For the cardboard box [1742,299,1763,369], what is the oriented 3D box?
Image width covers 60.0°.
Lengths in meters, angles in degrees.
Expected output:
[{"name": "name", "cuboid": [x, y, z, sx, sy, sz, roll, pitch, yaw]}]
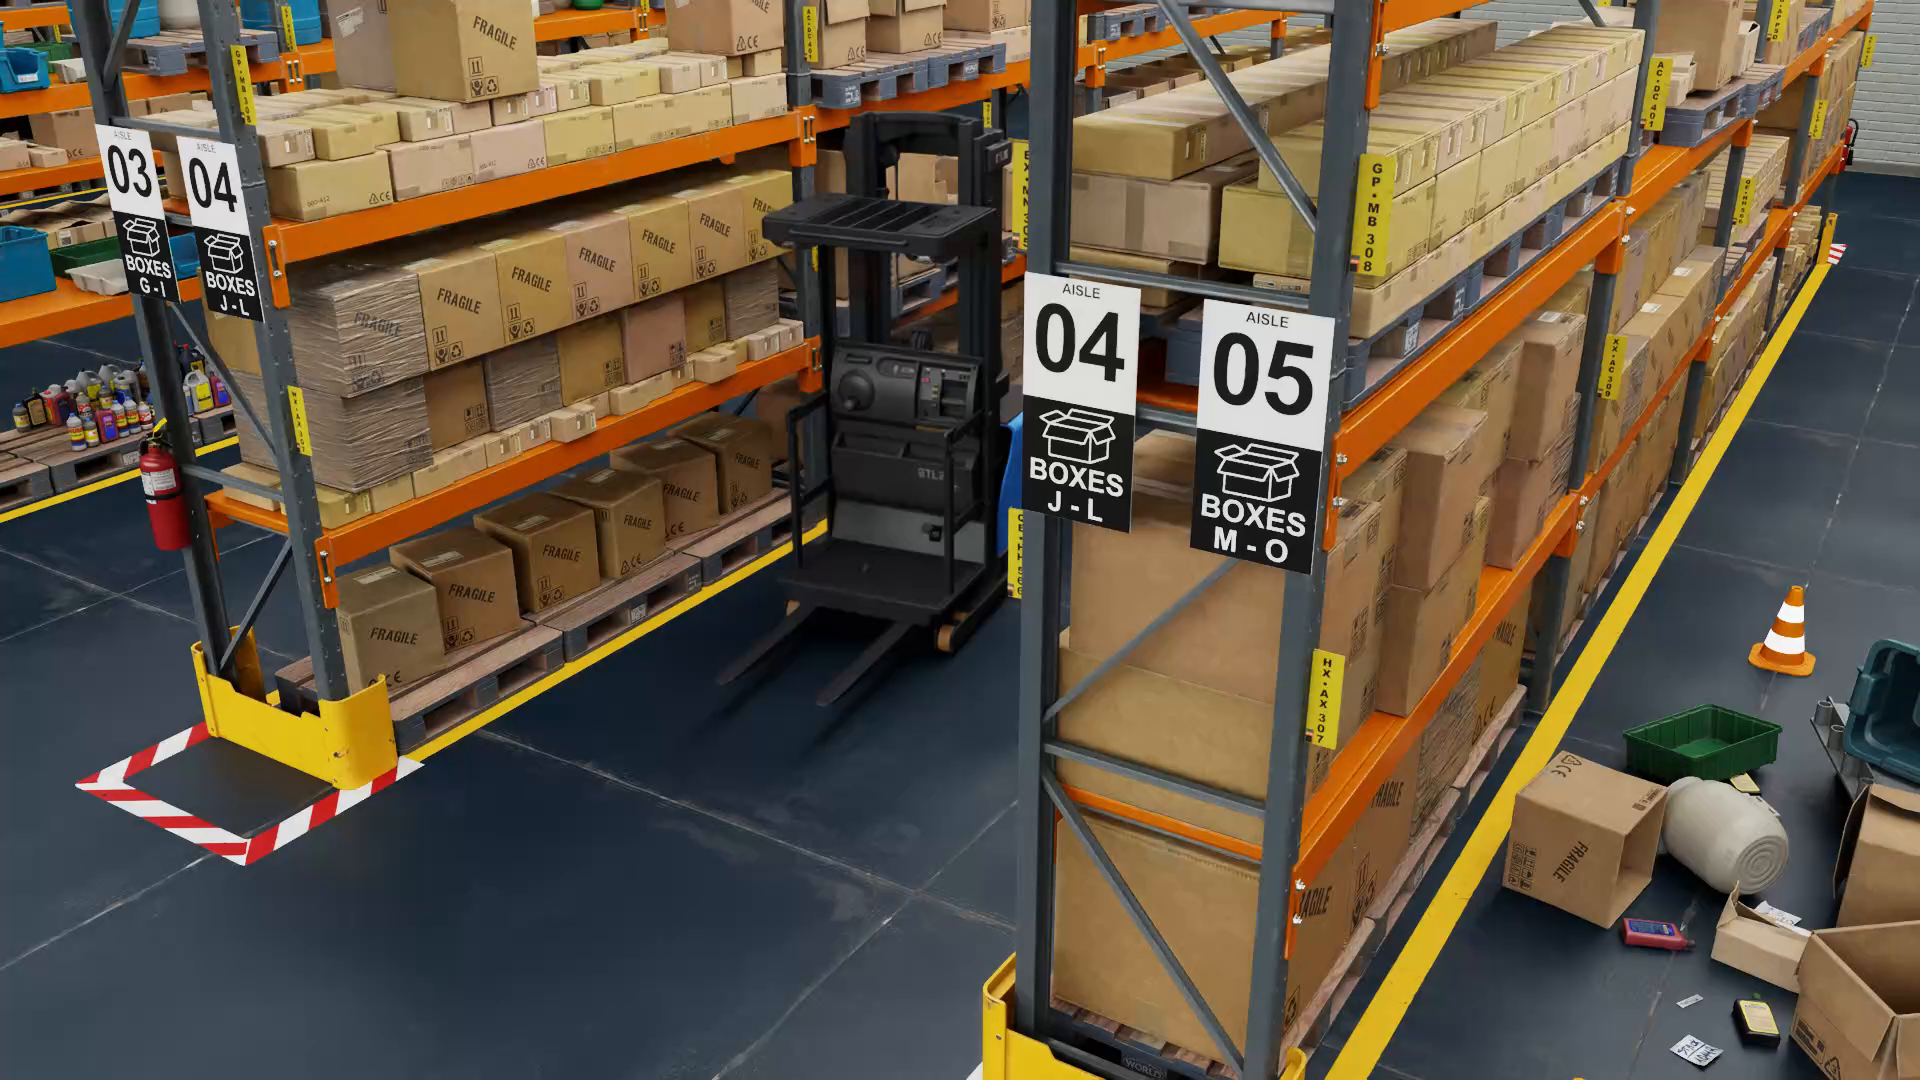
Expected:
[{"name": "cardboard box", "cuboid": [6.543, -1.811, 14.275, 0.500, 0.500, 0.500, 13, 27, 28]}]

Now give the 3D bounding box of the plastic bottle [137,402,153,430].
[{"name": "plastic bottle", "cuboid": [-6.201, -0.950, 12.636, 0.097, 0.201, 0.097, 0, 23, 0]}]

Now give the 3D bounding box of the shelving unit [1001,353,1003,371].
[{"name": "shelving unit", "cuboid": [0.139, -0.686, 11.325, 0.258, 1.200, 0.189, 10, 25, 21]}]

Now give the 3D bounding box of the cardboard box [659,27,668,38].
[{"name": "cardboard box", "cuboid": [-4.284, -7.066, 23.672, 0.500, 0.500, 0.500, 13, 27, 28]}]

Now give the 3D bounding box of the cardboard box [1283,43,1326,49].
[{"name": "cardboard box", "cuboid": [3.836, -5.176, 18.300, 0.500, 0.500, 0.500, 13, 27, 27]}]

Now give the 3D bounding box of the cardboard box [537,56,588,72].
[{"name": "cardboard box", "cuboid": [-2.375, -2.705, 9.635, 0.380, 0.149, 0.250, 13, 27, 28]}]

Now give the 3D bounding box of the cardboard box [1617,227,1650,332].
[{"name": "cardboard box", "cuboid": [3.564, -1.559, 9.691, 0.700, 0.500, 0.500, 14, 27, 29]}]

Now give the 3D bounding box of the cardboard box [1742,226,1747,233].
[{"name": "cardboard box", "cuboid": [5.985, -2.525, 13.095, 0.380, 0.149, 0.250, 14, 27, 30]}]

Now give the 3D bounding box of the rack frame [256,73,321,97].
[{"name": "rack frame", "cuboid": [-7.694, -5.042, 19.121, 1.000, 3.000, 0.127, 14, 27, 29]}]

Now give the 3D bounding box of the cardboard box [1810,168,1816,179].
[{"name": "cardboard box", "cuboid": [8.071, -3.607, 16.124, 0.380, 0.149, 0.250, 15, 28, 31]}]

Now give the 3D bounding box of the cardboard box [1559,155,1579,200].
[{"name": "cardboard box", "cuboid": [2.314, -1.508, 6.844, 0.380, 0.149, 0.250, 14, 27, 30]}]

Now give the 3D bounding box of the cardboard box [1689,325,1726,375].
[{"name": "cardboard box", "cuboid": [5.450, -1.463, 12.527, 0.500, 0.250, 0.500, 13, 26, 27]}]

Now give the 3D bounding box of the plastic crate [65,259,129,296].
[{"name": "plastic crate", "cuboid": [-6.239, -1.930, 12.265, 0.530, 0.136, 0.437, 14, 27, 29]}]

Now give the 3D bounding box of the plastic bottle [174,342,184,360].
[{"name": "plastic bottle", "cuboid": [-6.376, -1.453, 13.612, 0.144, 0.351, 0.185, 15, 27, 30]}]

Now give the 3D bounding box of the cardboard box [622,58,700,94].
[{"name": "cardboard box", "cuboid": [-1.717, -2.663, 9.536, 0.380, 0.149, 0.250, 13, 27, 27]}]

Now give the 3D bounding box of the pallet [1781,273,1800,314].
[{"name": "pallet", "cuboid": [7.957, -2.609, 17.011, 1.003, 0.211, 1.213, 14, 27, 29]}]

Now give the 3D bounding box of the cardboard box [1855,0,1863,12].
[{"name": "cardboard box", "cuboid": [8.285, -5.168, 15.825, 0.500, 0.250, 0.500, 15, 28, 31]}]

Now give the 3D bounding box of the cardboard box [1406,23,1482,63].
[{"name": "cardboard box", "cuboid": [2.156, -2.269, 7.597, 0.380, 0.149, 0.250, 14, 27, 29]}]

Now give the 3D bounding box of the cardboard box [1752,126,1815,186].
[{"name": "cardboard box", "cuboid": [7.465, -3.538, 15.146, 0.500, 0.500, 0.500, 13, 27, 28]}]

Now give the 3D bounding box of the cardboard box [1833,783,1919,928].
[{"name": "cardboard box", "cuboid": [4.181, 1.455, 7.085, 0.797, 0.637, 0.503, 14, 27, 29]}]

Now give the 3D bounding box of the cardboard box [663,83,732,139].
[{"name": "cardboard box", "cuboid": [-1.693, -2.540, 9.754, 0.500, 0.250, 0.500, 15, 27, 30]}]

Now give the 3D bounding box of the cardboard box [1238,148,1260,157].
[{"name": "cardboard box", "cuboid": [0.946, -1.266, 5.783, 0.500, 0.250, 0.500, 14, 27, 29]}]

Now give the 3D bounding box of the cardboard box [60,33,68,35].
[{"name": "cardboard box", "cuboid": [-11.431, -6.381, 21.688, 0.500, 0.500, 0.500, 15, 27, 30]}]

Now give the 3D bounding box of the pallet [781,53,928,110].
[{"name": "pallet", "cuboid": [-0.974, -3.091, 11.075, 1.213, 0.211, 1.003, 14, 27, 29]}]

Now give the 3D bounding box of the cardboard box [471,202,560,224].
[{"name": "cardboard box", "cuboid": [-2.625, -1.648, 9.523, 0.500, 0.500, 0.500, 14, 27, 29]}]

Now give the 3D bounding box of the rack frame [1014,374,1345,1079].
[{"name": "rack frame", "cuboid": [0.660, 0.809, 5.605, 1.000, 3.000, 0.127, 14, 27, 29]}]

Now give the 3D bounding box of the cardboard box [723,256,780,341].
[{"name": "cardboard box", "cuboid": [-1.680, -1.658, 10.804, 0.875, 0.500, 0.500, 14, 27, 29]}]

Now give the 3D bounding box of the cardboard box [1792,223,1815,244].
[{"name": "cardboard box", "cuboid": [8.541, -3.154, 17.070, 0.380, 0.149, 0.250, 15, 28, 31]}]

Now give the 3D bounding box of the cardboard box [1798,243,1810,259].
[{"name": "cardboard box", "cuboid": [8.529, -3.021, 17.138, 0.380, 0.149, 0.250, 14, 27, 30]}]

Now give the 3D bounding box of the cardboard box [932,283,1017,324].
[{"name": "cardboard box", "cuboid": [0.121, -1.950, 13.627, 0.500, 0.250, 0.500, 17, 29, 35]}]

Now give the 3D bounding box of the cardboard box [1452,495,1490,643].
[{"name": "cardboard box", "cuboid": [1.736, 0.065, 7.135, 0.875, 0.550, 0.500, 14, 27, 29]}]

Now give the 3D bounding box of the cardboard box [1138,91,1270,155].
[{"name": "cardboard box", "cuboid": [0.818, -1.412, 5.618, 0.380, 0.149, 0.250, 14, 27, 30]}]

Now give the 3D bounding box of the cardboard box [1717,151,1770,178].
[{"name": "cardboard box", "cuboid": [6.394, -3.067, 13.597, 0.380, 0.149, 0.250, 13, 27, 27]}]

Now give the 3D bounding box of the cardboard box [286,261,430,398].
[{"name": "cardboard box", "cuboid": [-2.979, -1.034, 8.104, 0.500, 0.500, 0.500, 14, 27, 29]}]

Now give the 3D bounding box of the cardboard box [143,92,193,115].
[{"name": "cardboard box", "cuboid": [-8.566, -4.518, 17.785, 0.500, 0.500, 0.500, 12, 26, 26]}]

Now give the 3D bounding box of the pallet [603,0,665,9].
[{"name": "pallet", "cuboid": [-3.002, -5.530, 16.711, 1.003, 0.211, 1.213, 14, 27, 29]}]

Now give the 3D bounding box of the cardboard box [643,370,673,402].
[{"name": "cardboard box", "cuboid": [-1.955, -0.954, 9.993, 0.380, 0.149, 0.250, 14, 27, 29]}]

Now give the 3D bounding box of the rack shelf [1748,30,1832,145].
[{"name": "rack shelf", "cuboid": [5.935, -3.612, 12.949, 1.077, 0.370, 4.000, 14, 27, 29]}]

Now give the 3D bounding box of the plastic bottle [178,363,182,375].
[{"name": "plastic bottle", "cuboid": [-6.350, -1.343, 13.456, 0.097, 0.271, 0.097, 0, 23, 0]}]

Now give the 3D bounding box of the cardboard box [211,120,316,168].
[{"name": "cardboard box", "cuboid": [-3.159, -1.800, 7.543, 0.380, 0.149, 0.250, 14, 27, 29]}]

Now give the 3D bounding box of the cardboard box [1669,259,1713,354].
[{"name": "cardboard box", "cuboid": [4.606, -1.561, 10.953, 0.500, 0.500, 0.500, 14, 27, 29]}]

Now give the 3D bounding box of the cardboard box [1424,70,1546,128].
[{"name": "cardboard box", "cuboid": [1.913, -1.618, 6.094, 0.380, 0.149, 0.250, 14, 27, 30]}]

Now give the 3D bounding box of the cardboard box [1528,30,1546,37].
[{"name": "cardboard box", "cuboid": [3.508, -2.753, 9.516, 0.500, 0.311, 0.500, 13, 26, 27]}]

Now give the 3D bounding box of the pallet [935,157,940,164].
[{"name": "pallet", "cuboid": [0.264, -5.153, 22.887, 1.003, 0.211, 1.213, 14, 27, 29]}]

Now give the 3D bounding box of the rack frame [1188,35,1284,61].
[{"name": "rack frame", "cuboid": [2.830, -4.315, 17.441, 1.000, 3.000, 0.127, 14, 27, 29]}]

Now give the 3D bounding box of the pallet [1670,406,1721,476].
[{"name": "pallet", "cuboid": [5.294, -0.875, 13.005, 1.003, 0.211, 1.213, 14, 27, 29]}]

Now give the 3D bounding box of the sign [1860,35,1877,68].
[{"name": "sign", "cuboid": [9.561, -5.144, 17.503, 0.100, 0.325, 0.005, 14, 27, 29]}]

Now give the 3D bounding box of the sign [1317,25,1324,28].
[{"name": "sign", "cuboid": [4.471, -6.217, 20.645, 0.100, 0.325, 0.005, 14, 27, 29]}]

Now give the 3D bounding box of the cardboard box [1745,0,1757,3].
[{"name": "cardboard box", "cuboid": [5.600, -3.918, 11.659, 0.396, 0.266, 0.258, 14, 27, 29]}]

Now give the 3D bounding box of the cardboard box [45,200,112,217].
[{"name": "cardboard box", "cuboid": [-9.300, -3.422, 17.605, 0.500, 0.311, 0.500, 14, 27, 29]}]

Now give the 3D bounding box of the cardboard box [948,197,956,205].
[{"name": "cardboard box", "cuboid": [0.069, -2.476, 12.835, 0.396, 0.266, 0.258, 13, 27, 27]}]

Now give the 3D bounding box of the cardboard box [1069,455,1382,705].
[{"name": "cardboard box", "cuboid": [0.889, 0.128, 5.632, 0.875, 0.550, 0.550, 14, 27, 29]}]

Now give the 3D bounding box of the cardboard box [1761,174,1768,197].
[{"name": "cardboard box", "cuboid": [6.398, -2.926, 13.647, 0.380, 0.149, 0.250, 12, 26, 26]}]

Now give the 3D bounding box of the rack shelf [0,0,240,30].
[{"name": "rack shelf", "cuboid": [-8.749, -5.413, 17.108, 1.077, 0.370, 4.000, 14, 27, 29]}]

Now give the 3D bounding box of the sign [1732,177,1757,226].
[{"name": "sign", "cuboid": [5.353, -2.307, 11.346, 0.100, 0.325, 0.005, 14, 27, 29]}]

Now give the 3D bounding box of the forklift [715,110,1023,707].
[{"name": "forklift", "cuboid": [-0.412, -0.878, 9.588, 1.130, 2.935, 3.031, 10, 25, 21]}]
